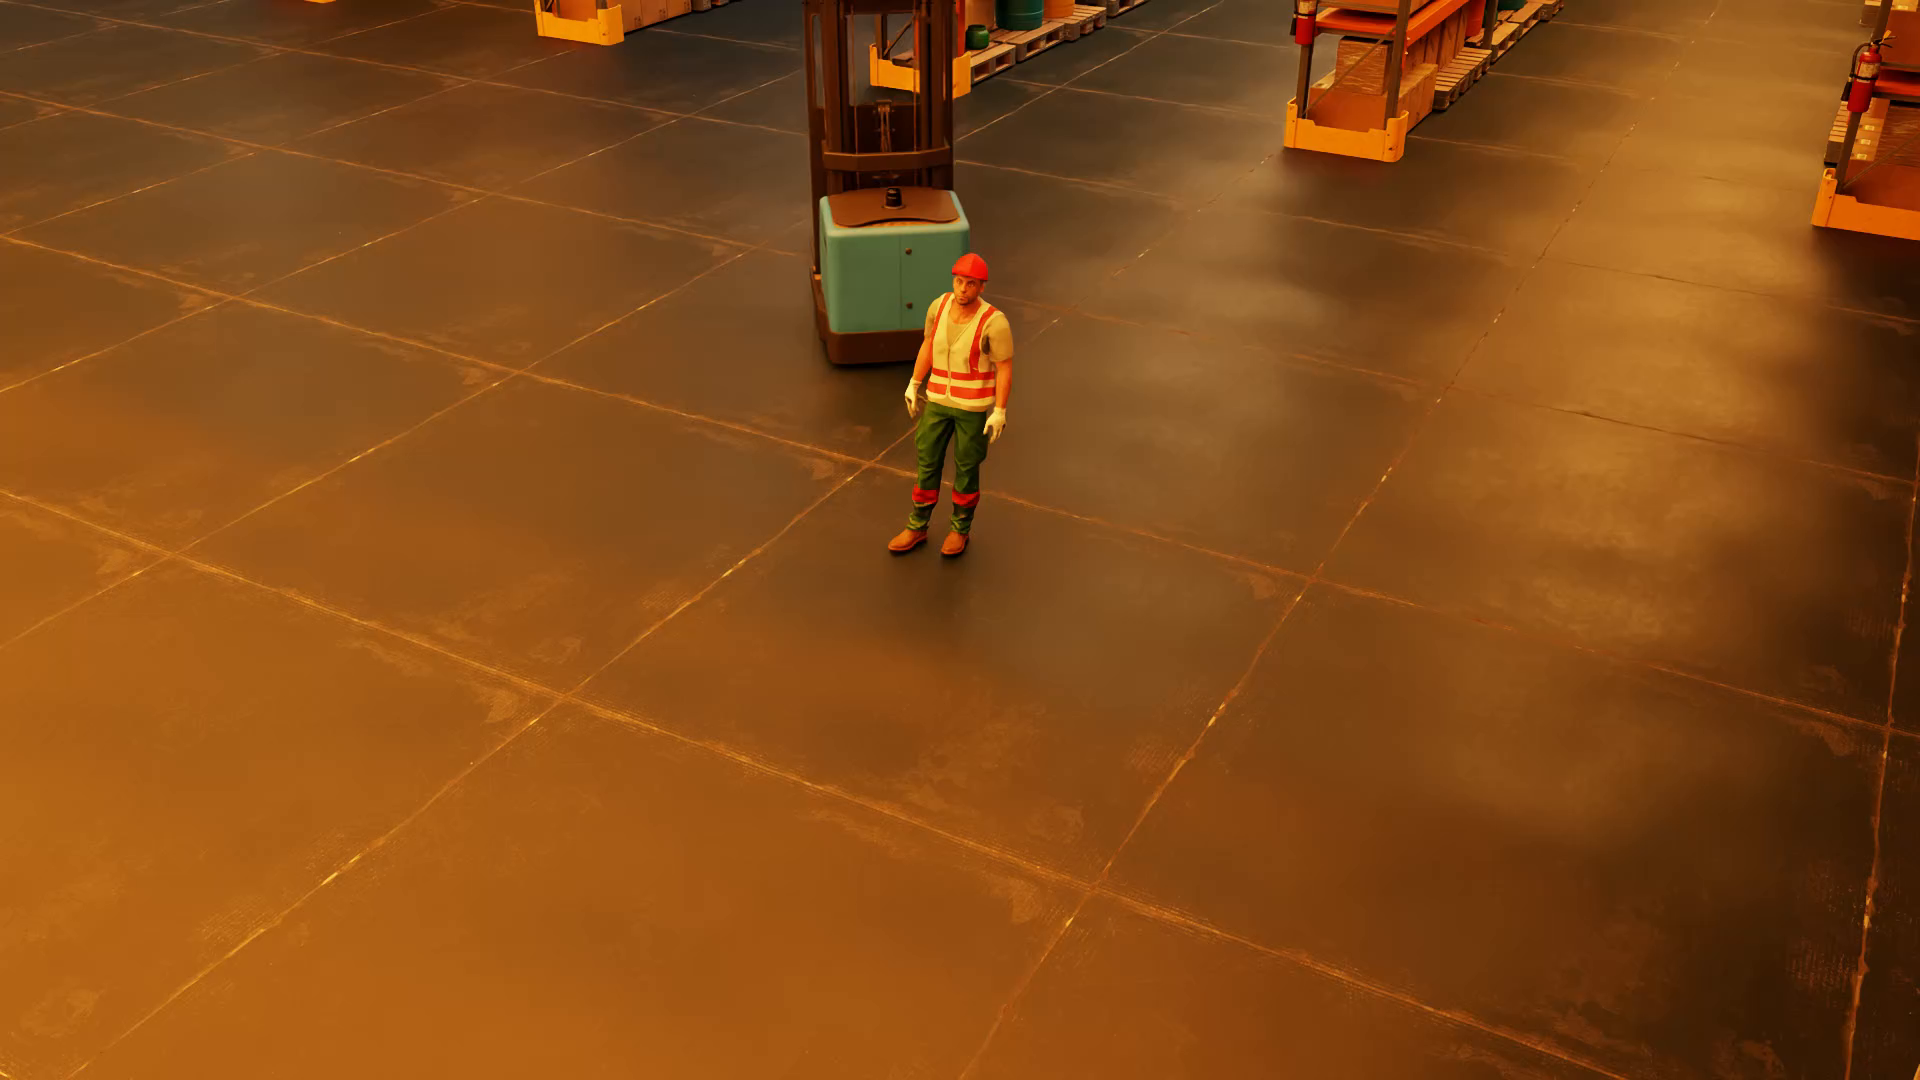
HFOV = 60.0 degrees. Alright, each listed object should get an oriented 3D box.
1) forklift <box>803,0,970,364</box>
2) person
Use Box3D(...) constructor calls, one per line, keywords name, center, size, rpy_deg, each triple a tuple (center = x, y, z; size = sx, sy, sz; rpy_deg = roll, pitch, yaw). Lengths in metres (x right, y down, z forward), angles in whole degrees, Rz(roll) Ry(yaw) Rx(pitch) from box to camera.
Box3D(name="forklift", center=(-0.630, -3.260, 12.718), size=(1.130, 2.935, 3.031), rpy_deg=(-4, 30, -7))
Box3D(name="person", center=(-0.048, -0.748, 9.495), size=(0.638, 1.789, 0.562), rpy_deg=(15, 33, 25))
